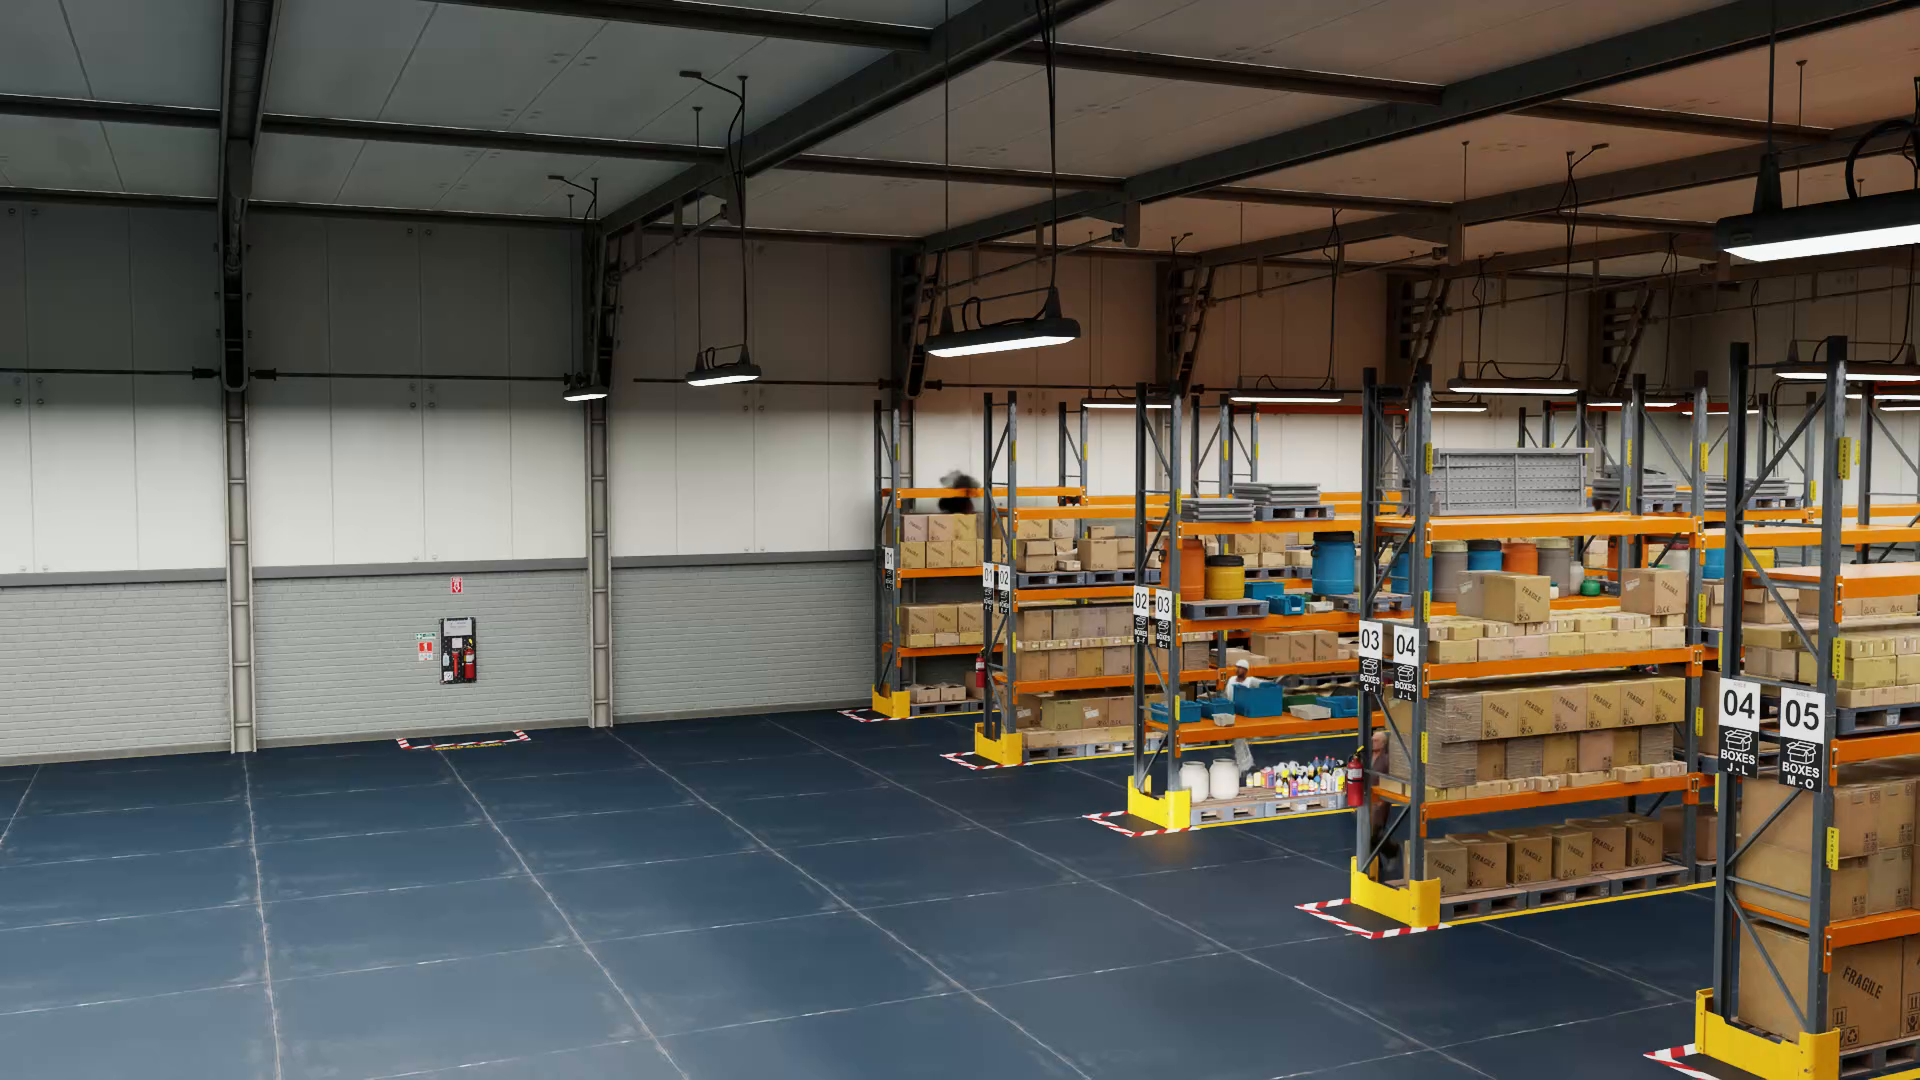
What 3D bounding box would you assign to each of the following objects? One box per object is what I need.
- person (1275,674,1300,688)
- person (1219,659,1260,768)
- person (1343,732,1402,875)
[{"bbox_3d":[6.312,2.532,31.616,0.704,1.582,0.523,-2,4,-25],"label":"person"},{"bbox_3d":[4.347,2.681,25.825,0.717,1.663,0.654,-3,4,-38],"label":"person"},{"bbox_3d":[4.930,3.144,19.772,0.661,1.727,0.705,-2,4,-30],"label":"person"}]
